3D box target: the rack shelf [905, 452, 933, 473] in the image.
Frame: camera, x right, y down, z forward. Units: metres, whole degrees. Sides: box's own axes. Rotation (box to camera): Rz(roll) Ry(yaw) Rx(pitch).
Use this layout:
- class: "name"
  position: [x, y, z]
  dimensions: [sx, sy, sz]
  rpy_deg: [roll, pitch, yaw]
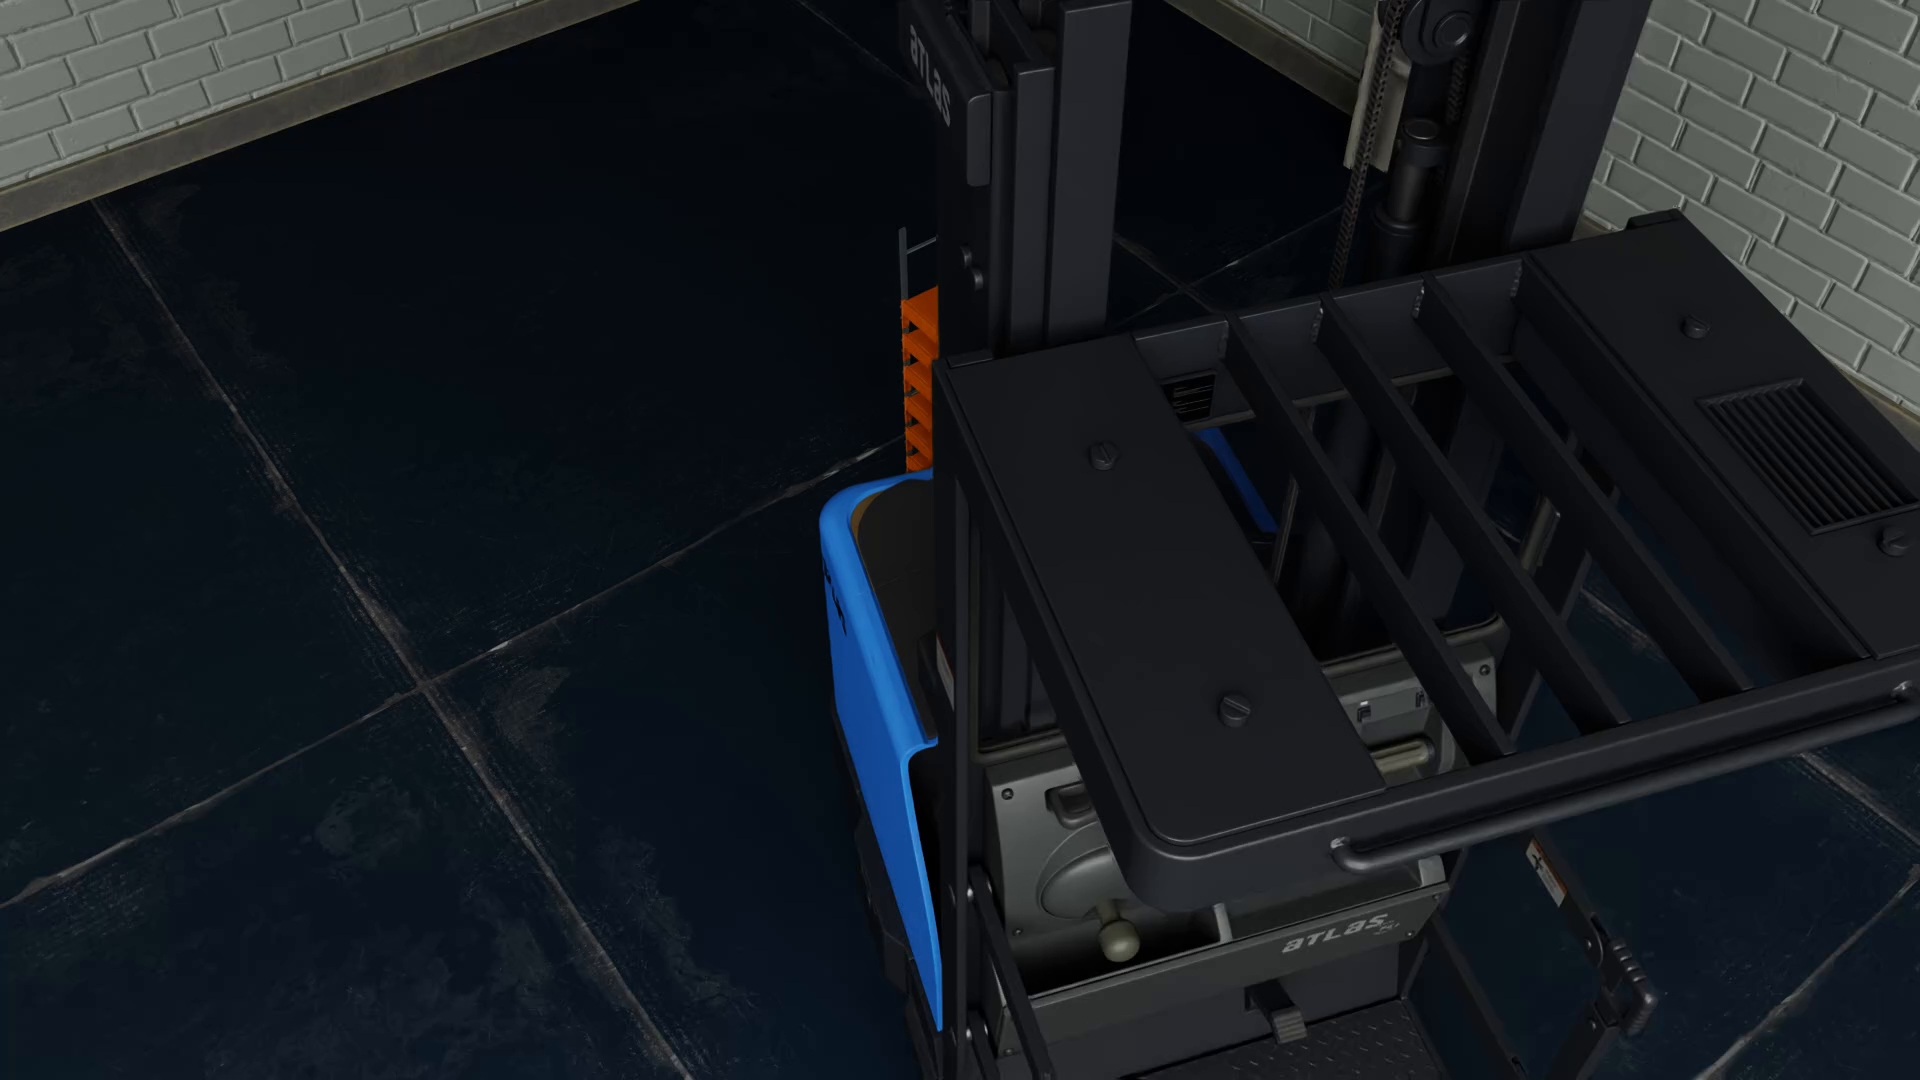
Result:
- class: "rack shelf"
  position: [-0.009, -0.220, 5.024]
  dimensions: [0.258, 0.103, 0.180]
  rpy_deg: [-29, 54, -24]

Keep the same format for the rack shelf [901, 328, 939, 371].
- class: "rack shelf"
  position: [-0.009, -0.543, 4.668]
  dimensions: [0.258, 0.103, 0.180]
  rpy_deg: [-29, 54, -24]

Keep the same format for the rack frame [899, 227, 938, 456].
- class: "rack frame"
  position: [-0.064, -0.465, 4.862]
  dimensions: [0.240, 1.200, 0.006]
  rpy_deg: [-29, 54, -24]

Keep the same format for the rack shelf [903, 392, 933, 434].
- class: "rack shelf"
  position: [-0.009, -0.382, 4.846]
  dimensions: [0.258, 0.103, 0.180]
  rpy_deg: [-29, 54, -24]

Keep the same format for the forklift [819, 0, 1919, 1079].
- class: "forklift"
  position: [0.571, 0.562, 2.762]
  dimensions: [1.130, 2.935, 3.031]
  rpy_deg: [-13, 49, -11]

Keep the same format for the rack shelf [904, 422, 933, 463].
- class: "rack shelf"
  position: [-0.009, -0.301, 4.935]
  dimensions: [0.258, 0.103, 0.180]
  rpy_deg: [-29, 54, -24]

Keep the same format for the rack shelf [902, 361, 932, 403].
- class: "rack shelf"
  position: [-0.009, -0.462, 4.757]
  dimensions: [0.258, 0.103, 0.180]
  rpy_deg: [-29, 54, -24]

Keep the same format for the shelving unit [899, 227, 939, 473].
- class: "shelving unit"
  position: [-0.009, -0.412, 4.813]
  dimensions: [0.258, 1.200, 0.189]
  rpy_deg: [-29, 54, -24]

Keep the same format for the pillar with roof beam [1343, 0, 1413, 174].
- class: "pillar with roof beam"
  position: [-1.668, -2.537, 1.476]
  dimensions: [9.100, 9.000, 0.400]
  rpy_deg: [-29, 54, -24]

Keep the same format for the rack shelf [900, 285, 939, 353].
- class: "rack shelf"
  position: [-0.009, -0.623, 4.579]
  dimensions: [0.258, 0.103, 0.180]
  rpy_deg: [-29, 54, -24]
